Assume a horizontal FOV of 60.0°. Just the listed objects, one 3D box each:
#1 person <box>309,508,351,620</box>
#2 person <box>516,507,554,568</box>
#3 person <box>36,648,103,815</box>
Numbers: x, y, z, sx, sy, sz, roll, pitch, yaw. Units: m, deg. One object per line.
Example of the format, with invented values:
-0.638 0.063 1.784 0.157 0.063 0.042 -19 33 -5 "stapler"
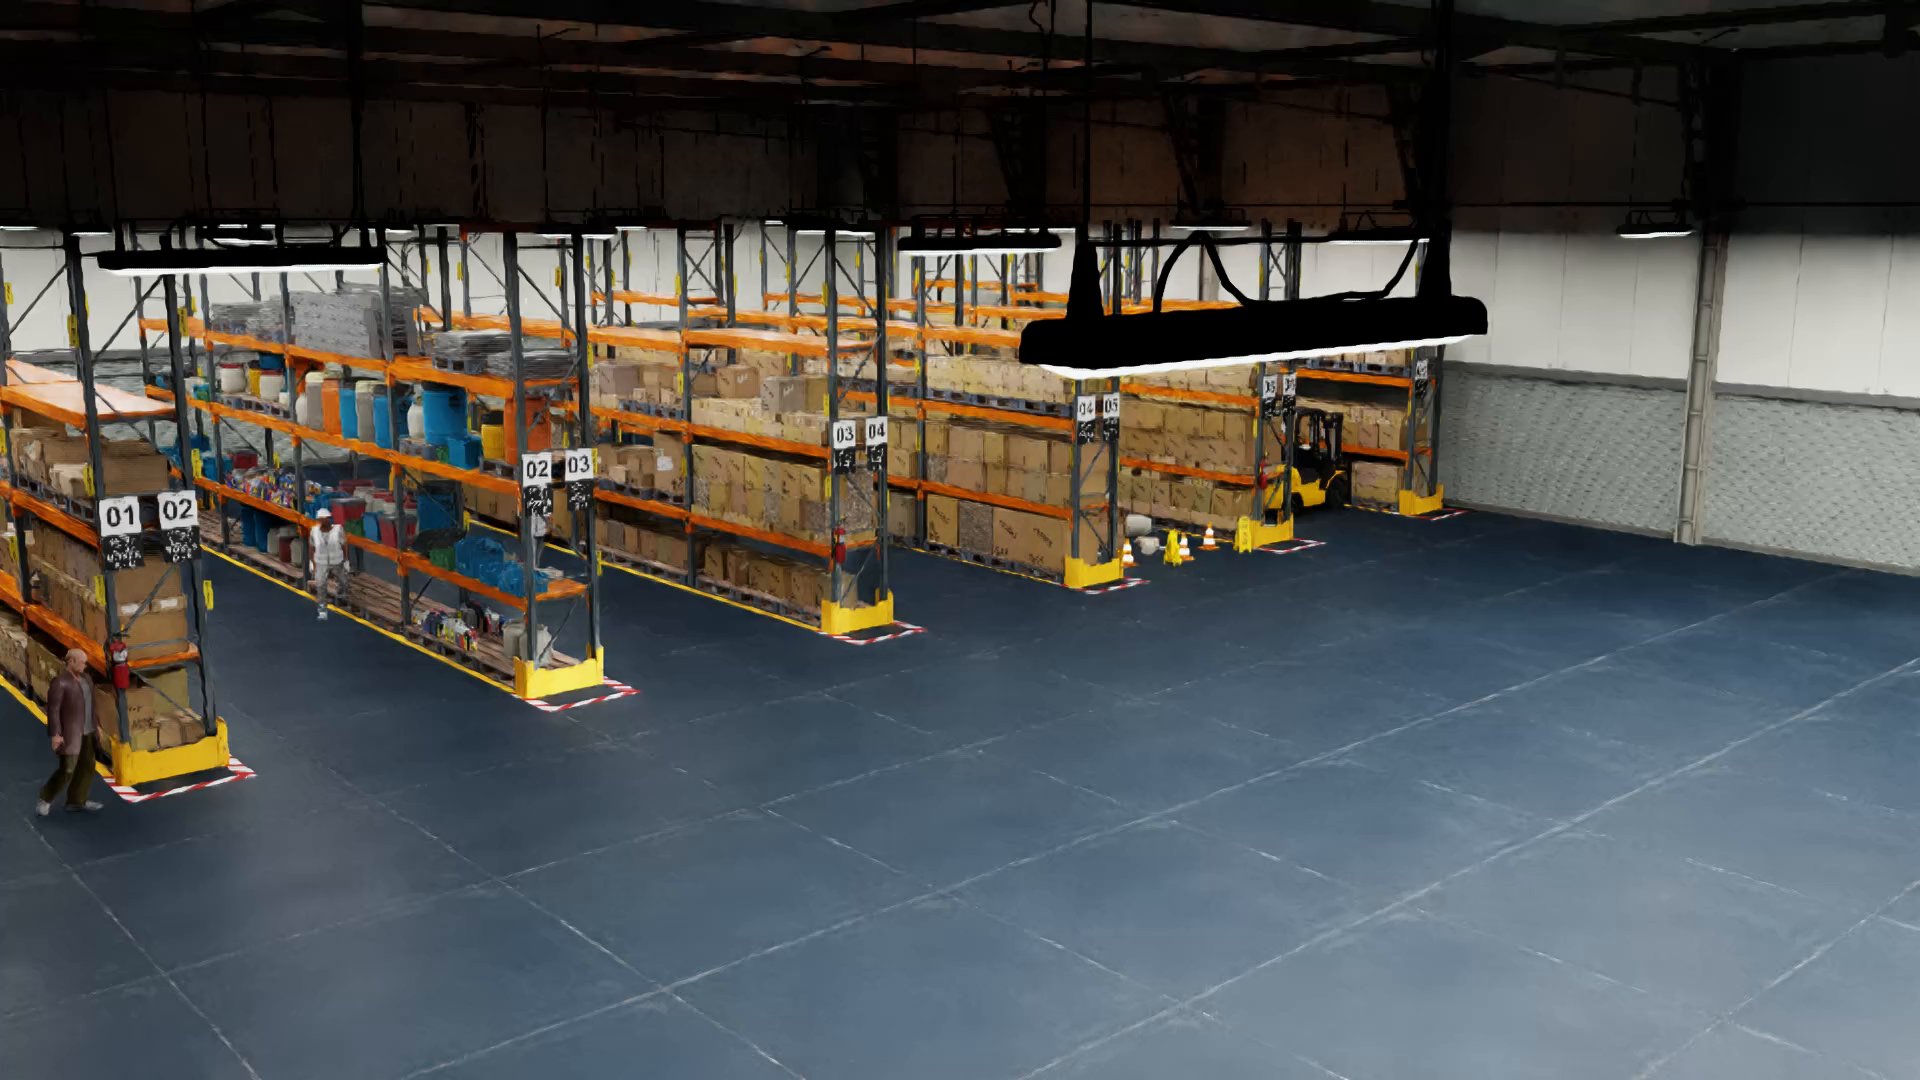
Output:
-9.811 0.337 25.861 0.605 1.734 0.991 -4 12 -21 "person"
-7.172 -0.128 28.146 0.570 1.708 1.036 -7 13 -32 "person"
-9.398 2.016 17.466 0.569 1.758 0.774 2 12 12 "person"
